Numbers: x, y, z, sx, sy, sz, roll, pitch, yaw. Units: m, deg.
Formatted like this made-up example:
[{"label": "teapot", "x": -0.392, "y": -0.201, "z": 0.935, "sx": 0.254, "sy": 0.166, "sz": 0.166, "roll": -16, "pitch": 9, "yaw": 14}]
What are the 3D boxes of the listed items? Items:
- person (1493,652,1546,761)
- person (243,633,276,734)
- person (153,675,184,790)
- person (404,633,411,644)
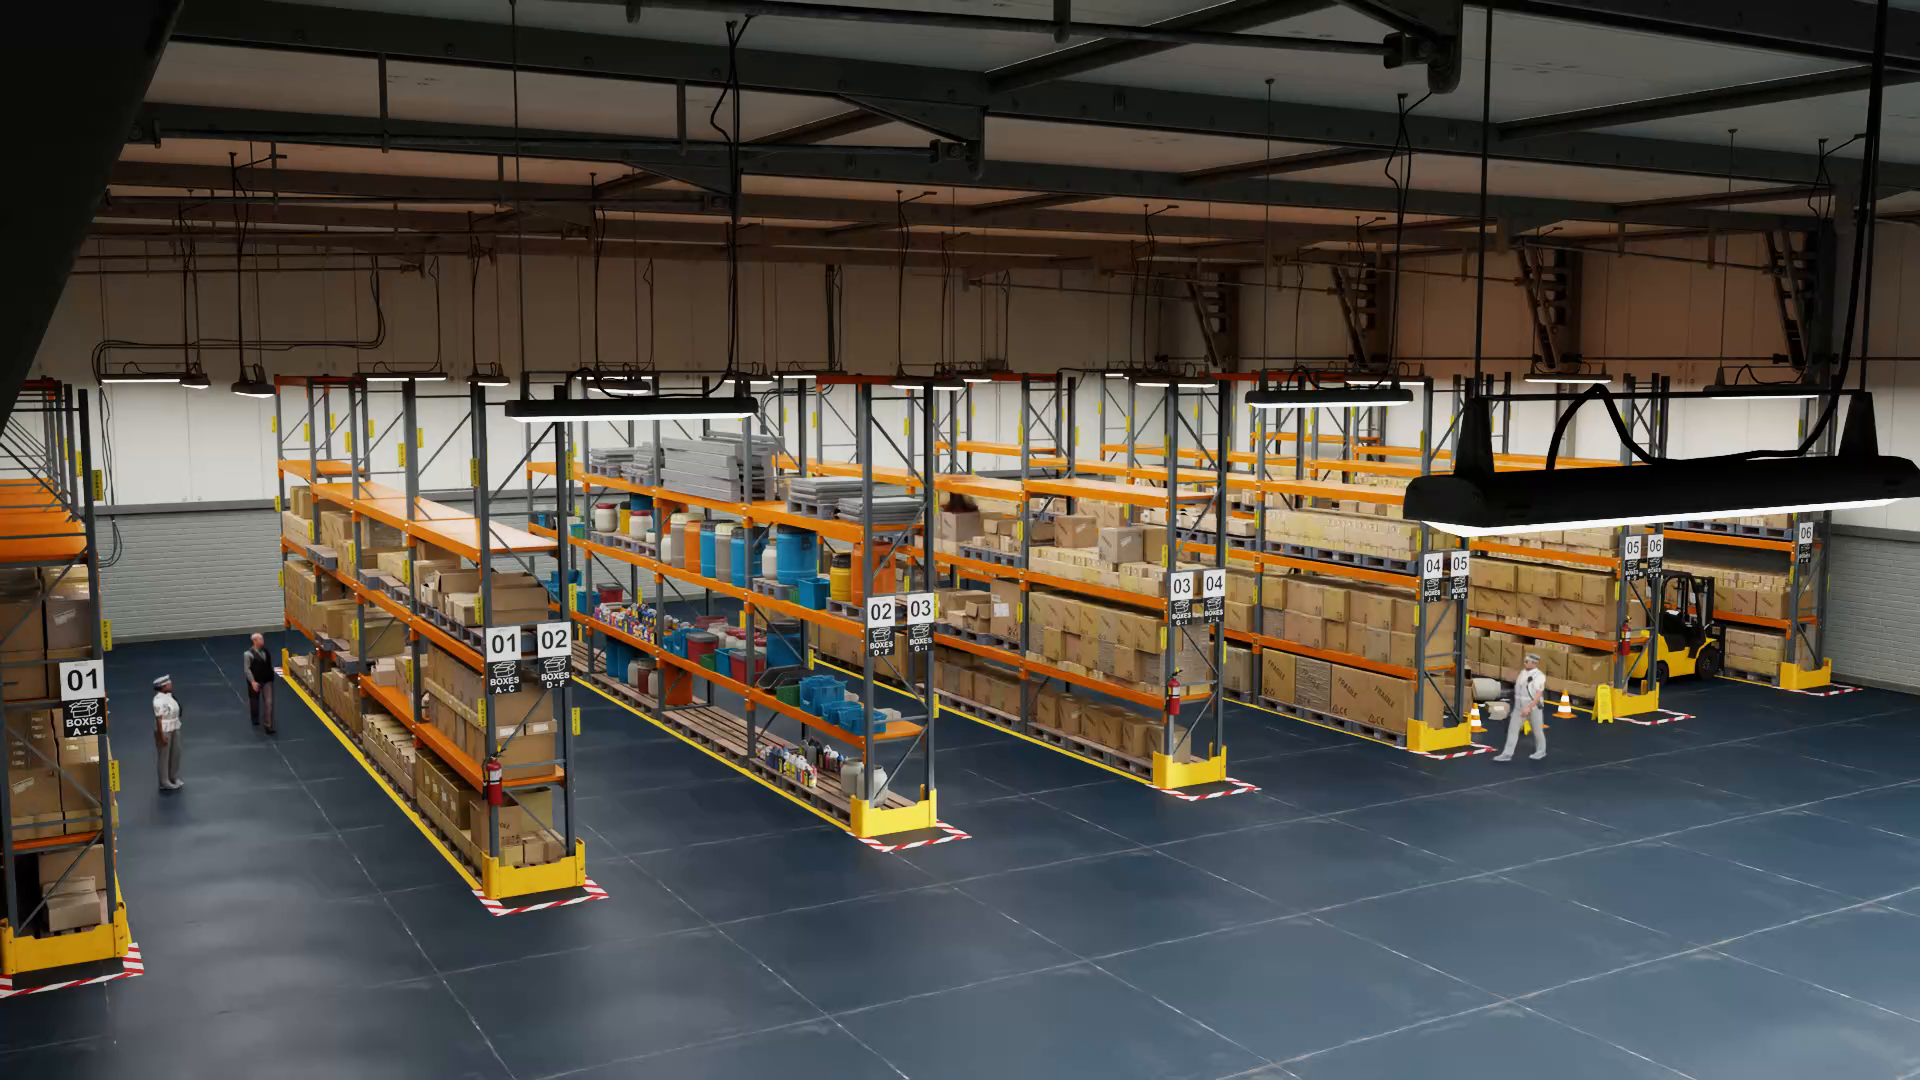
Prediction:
[{"label": "person", "x": 8.840, "y": 2.610, "z": 25.989, "sx": 0.979, "sy": 1.726, "sz": 0.535, "roll": -5, "pitch": 8, "yaw": -40}, {"label": "person", "x": -11.869, "y": 2.422, "z": 28.174, "sx": 0.486, "sy": 1.685, "sz": 1.012, "roll": -3, "pitch": 7, "yaw": -25}, {"label": "person", "x": -11.668, "y": 2.832, "z": 24.499, "sx": 0.378, "sy": 1.722, "sz": 0.529, "roll": 1, "pitch": 6, "yaw": 11}, {"label": "person", "x": -11.748, "y": 1.530, "z": 36.572, "sx": 0.943, "sy": 1.609, "sz": 0.545, "roll": -1, "pitch": 6, "yaw": -12}]
